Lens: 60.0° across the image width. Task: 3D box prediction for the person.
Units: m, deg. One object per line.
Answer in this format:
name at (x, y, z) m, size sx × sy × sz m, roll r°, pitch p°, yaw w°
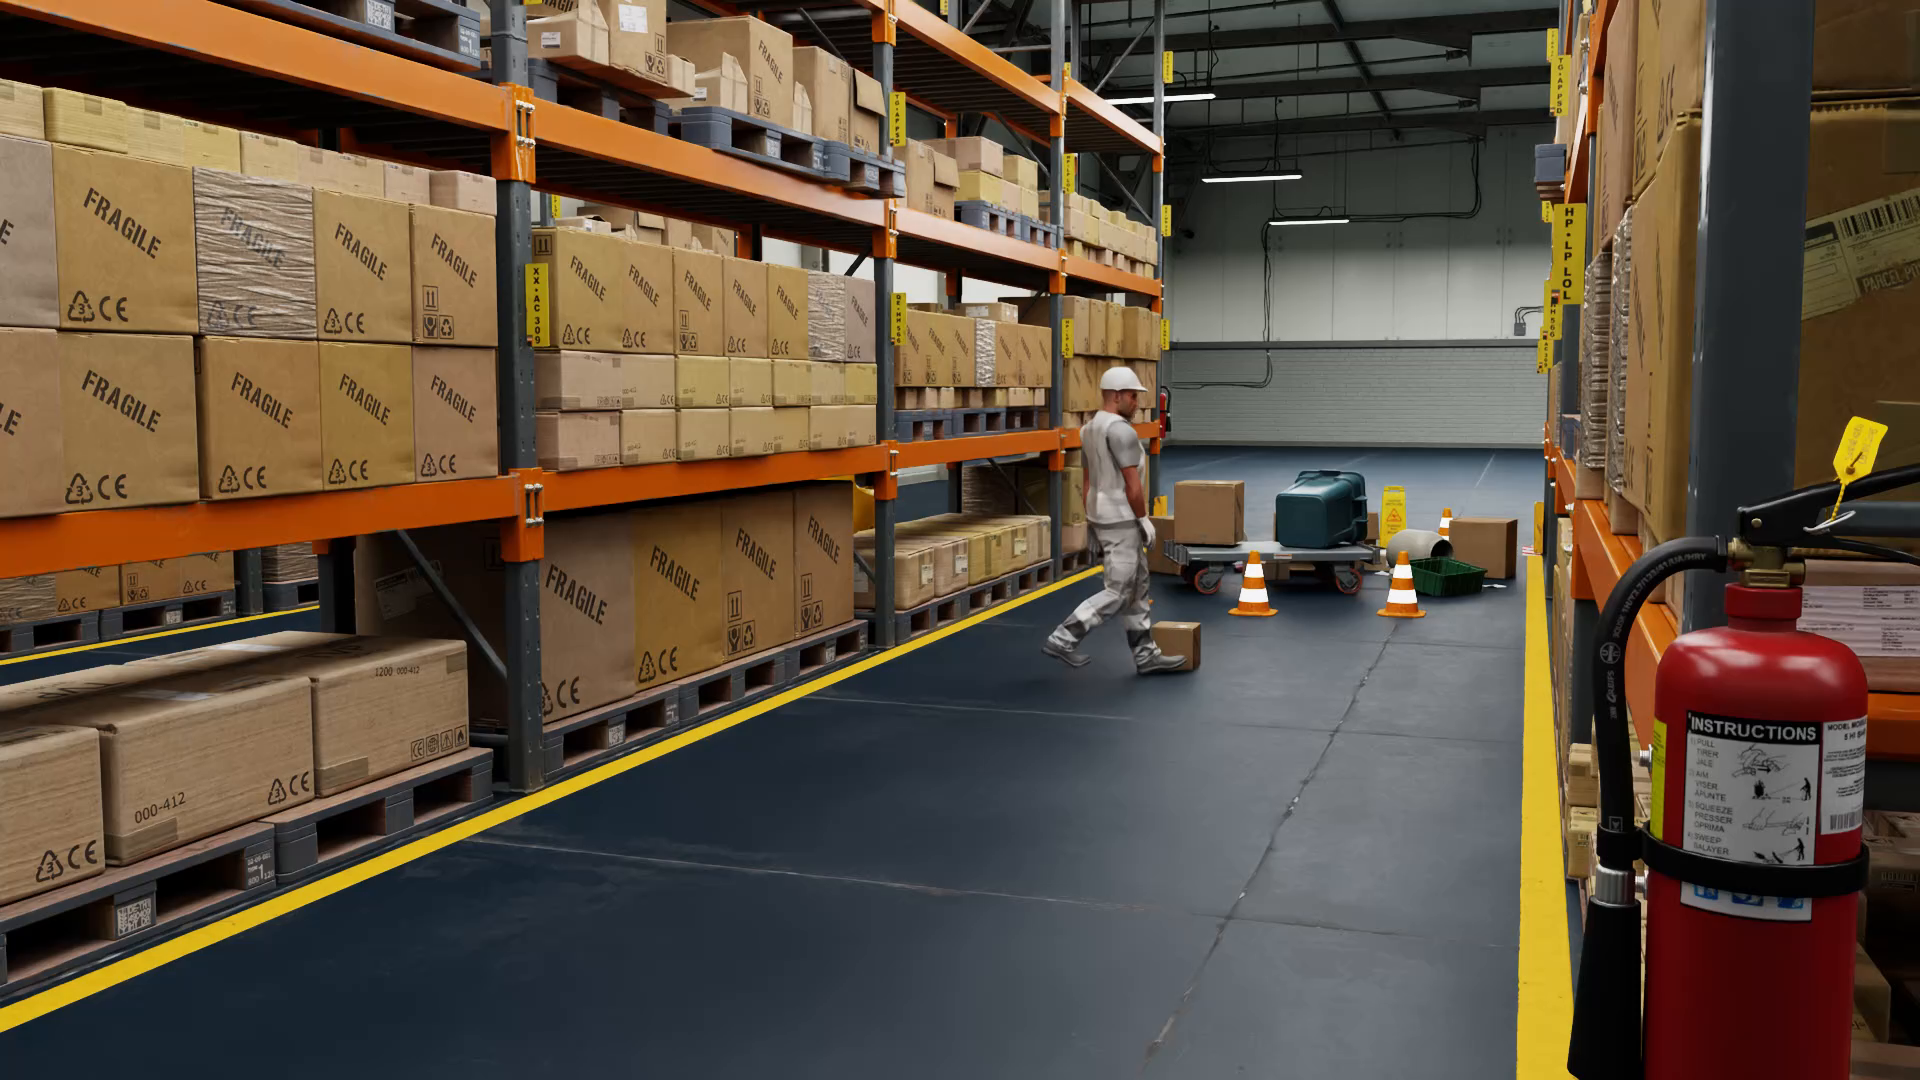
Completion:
person at (15.462, -0.381, 12.901) m, size 30.890 × 1.722 × 8.237 m, roll -1°, pitch 5°, yaw -12°
